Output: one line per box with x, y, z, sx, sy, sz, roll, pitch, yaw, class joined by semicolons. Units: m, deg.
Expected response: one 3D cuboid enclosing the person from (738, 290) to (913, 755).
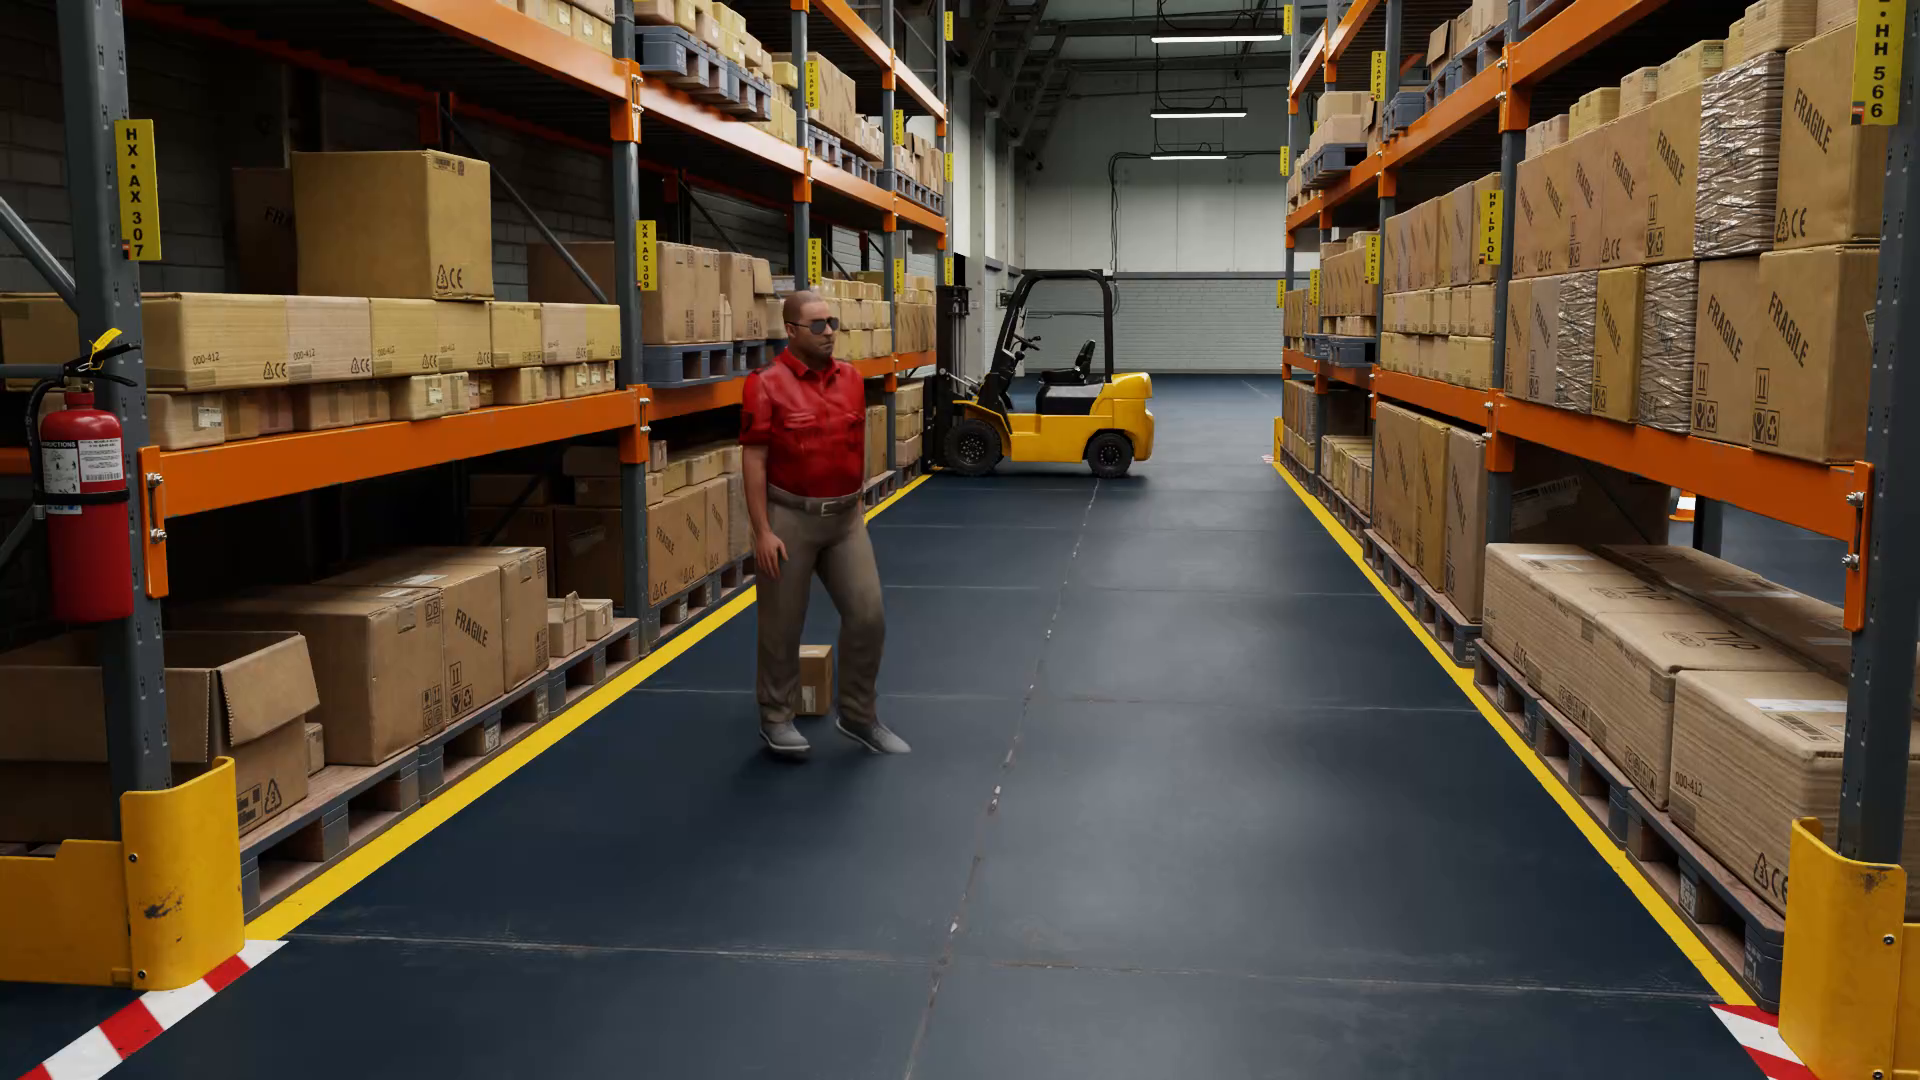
-0.530;-0.031;6.175;0.664;1.769;0.491;-5;9;-33;person
